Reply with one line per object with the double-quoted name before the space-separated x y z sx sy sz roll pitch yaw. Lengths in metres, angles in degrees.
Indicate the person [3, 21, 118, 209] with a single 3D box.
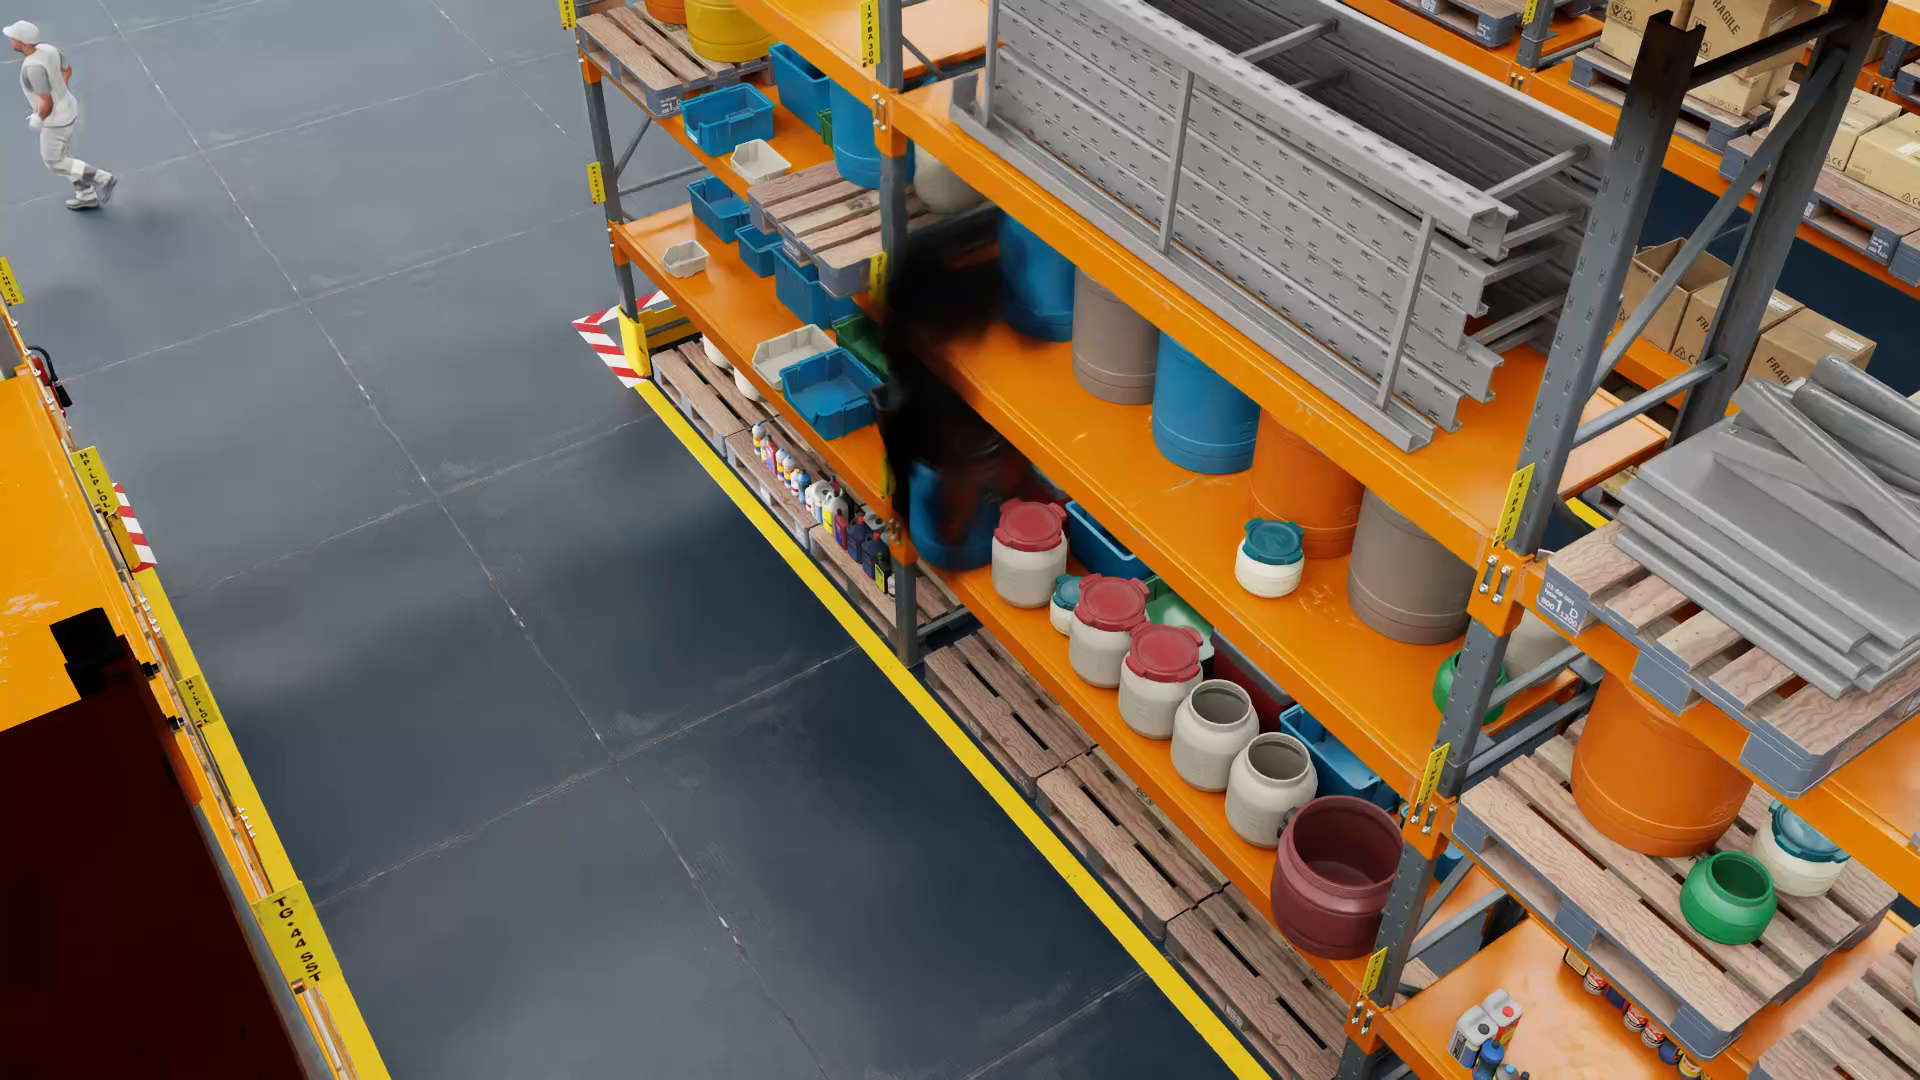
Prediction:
"person" -7.803 -3.695 14.485 0.596 1.751 0.666 -3 43 -4
